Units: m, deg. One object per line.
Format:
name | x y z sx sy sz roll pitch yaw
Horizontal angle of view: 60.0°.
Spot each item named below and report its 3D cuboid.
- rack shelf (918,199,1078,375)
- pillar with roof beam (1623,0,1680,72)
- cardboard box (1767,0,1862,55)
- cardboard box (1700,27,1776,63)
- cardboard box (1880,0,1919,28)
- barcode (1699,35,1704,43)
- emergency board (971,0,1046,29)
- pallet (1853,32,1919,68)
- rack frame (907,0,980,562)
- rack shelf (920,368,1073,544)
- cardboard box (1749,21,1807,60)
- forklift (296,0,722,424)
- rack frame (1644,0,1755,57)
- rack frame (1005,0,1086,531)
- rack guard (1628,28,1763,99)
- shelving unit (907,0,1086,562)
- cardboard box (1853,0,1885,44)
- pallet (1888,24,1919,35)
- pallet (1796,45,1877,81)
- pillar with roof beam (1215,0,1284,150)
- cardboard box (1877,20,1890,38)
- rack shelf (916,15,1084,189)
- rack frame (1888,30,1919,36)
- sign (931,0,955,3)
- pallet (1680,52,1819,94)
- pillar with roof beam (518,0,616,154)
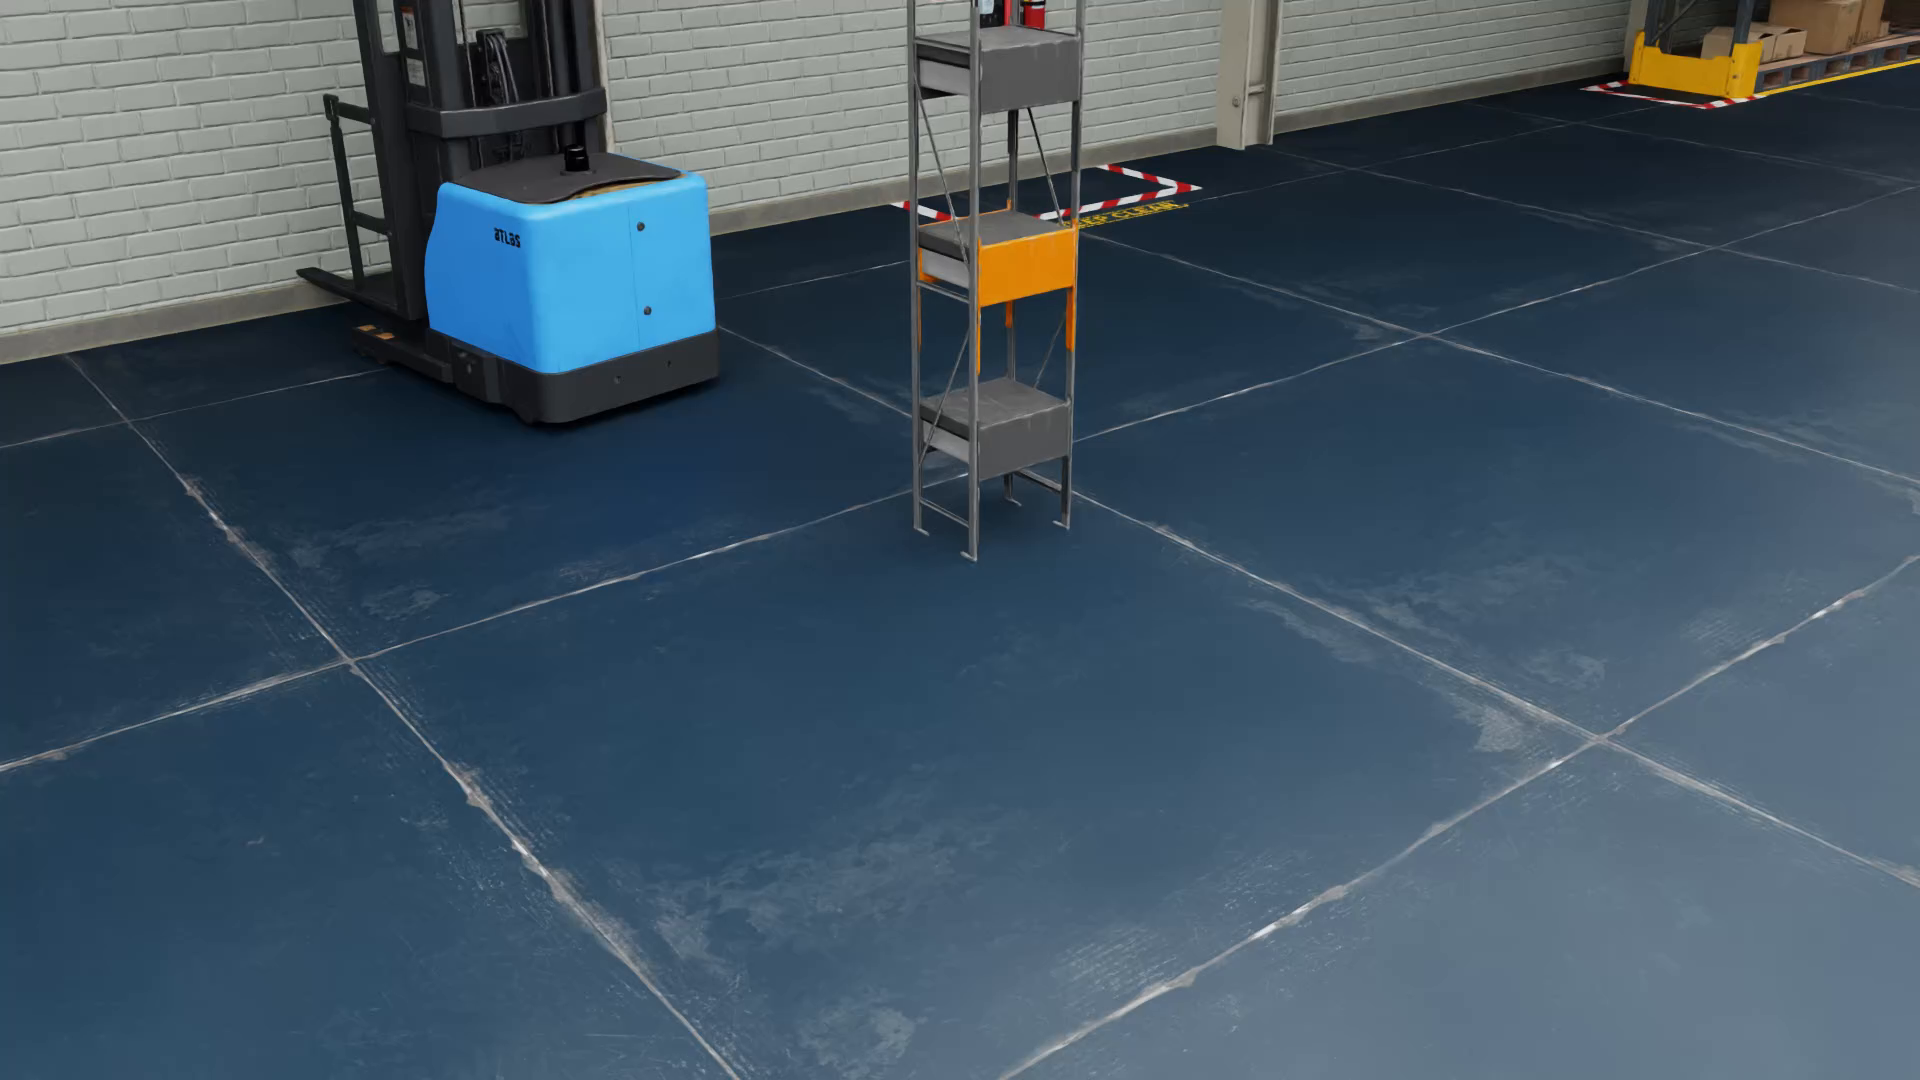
rack shelf | 0.130 -0.983 6.406 0.480 0.518 0.431 -18 31 -34
pillar with roof beam | 9.737 -7.513 12.249 0.400 9.000 9.100 -18 31 -34
cardboard box | 8.720 -5.287 17.026 0.500 0.500 0.700 -21 32 -37
cardboard box | 7.664 -4.879 16.372 0.500 0.311 0.500 -23 33 -40
cardboard box | 10.780 -6.051 18.672 0.500 0.500 0.700 -17 30 -32
barcode | 7.431 -5.021 16.666 0.075 0.075 0.001 -18 31 -34
emergency board | 0.391 -4.030 11.870 0.643 1.169 0.194 -18 31 -34
pallet | 9.705 -5.338 18.000 1.213 0.211 1.003 -18 31 -34
rack frame | -0.062 -0.932 6.264 0.015 2.100 0.400 -18 31 -34
rack shelf | 0.130 -0.348 6.701 0.480 0.518 0.431 -18 31 -34
cardboard box | 8.112 -5.028 16.691 0.500 0.311 0.500 -15 29 -30
forklift | -2.611 -2.391 8.421 3.031 2.935 1.130 22 33 39
rack frame | 7.064 -5.750 15.576 0.127 3.000 1.000 -18 31 -34
rack frame | 0.322 -1.059 6.537 0.015 2.100 0.400 -18 31 -34
rack guard | 7.123 -4.636 16.144 0.348 0.500 1.175 -18 31 -34
shelving unit | 0.130 -0.995 6.401 0.503 2.100 0.431 -18 31 -34
cardboard box | 9.419 -5.572 17.639 0.500 0.500 0.500 -21 32 -38
pallet | 10.823 -5.727 18.838 1.213 0.211 1.003 -18 31 -34
pallet | 8.744 -5.019 17.314 1.213 0.211 1.003 -18 31 -34
pillar with roof beam | 5.016 -5.954 8.891 0.400 9.000 9.100 -18 31 -34
cardboard box | 9.809 -5.554 17.997 0.380 0.166 0.250 22 33 39
rack shelf | 0.130 -1.618 6.112 0.480 0.518 0.431 -18 31 -34
rack frame | 10.211 -6.789 17.814 0.127 3.000 1.000 -18 31 -34
sign | -0.108 -3.937 11.627 0.234 0.329 0.001 -18 31 -34
pallet | 7.784 -4.704 16.635 1.213 0.211 1.003 -18 31 -34
pillar with roof beam | 0.294 -4.396 5.532 0.400 9.000 9.100 -18 31 -34
